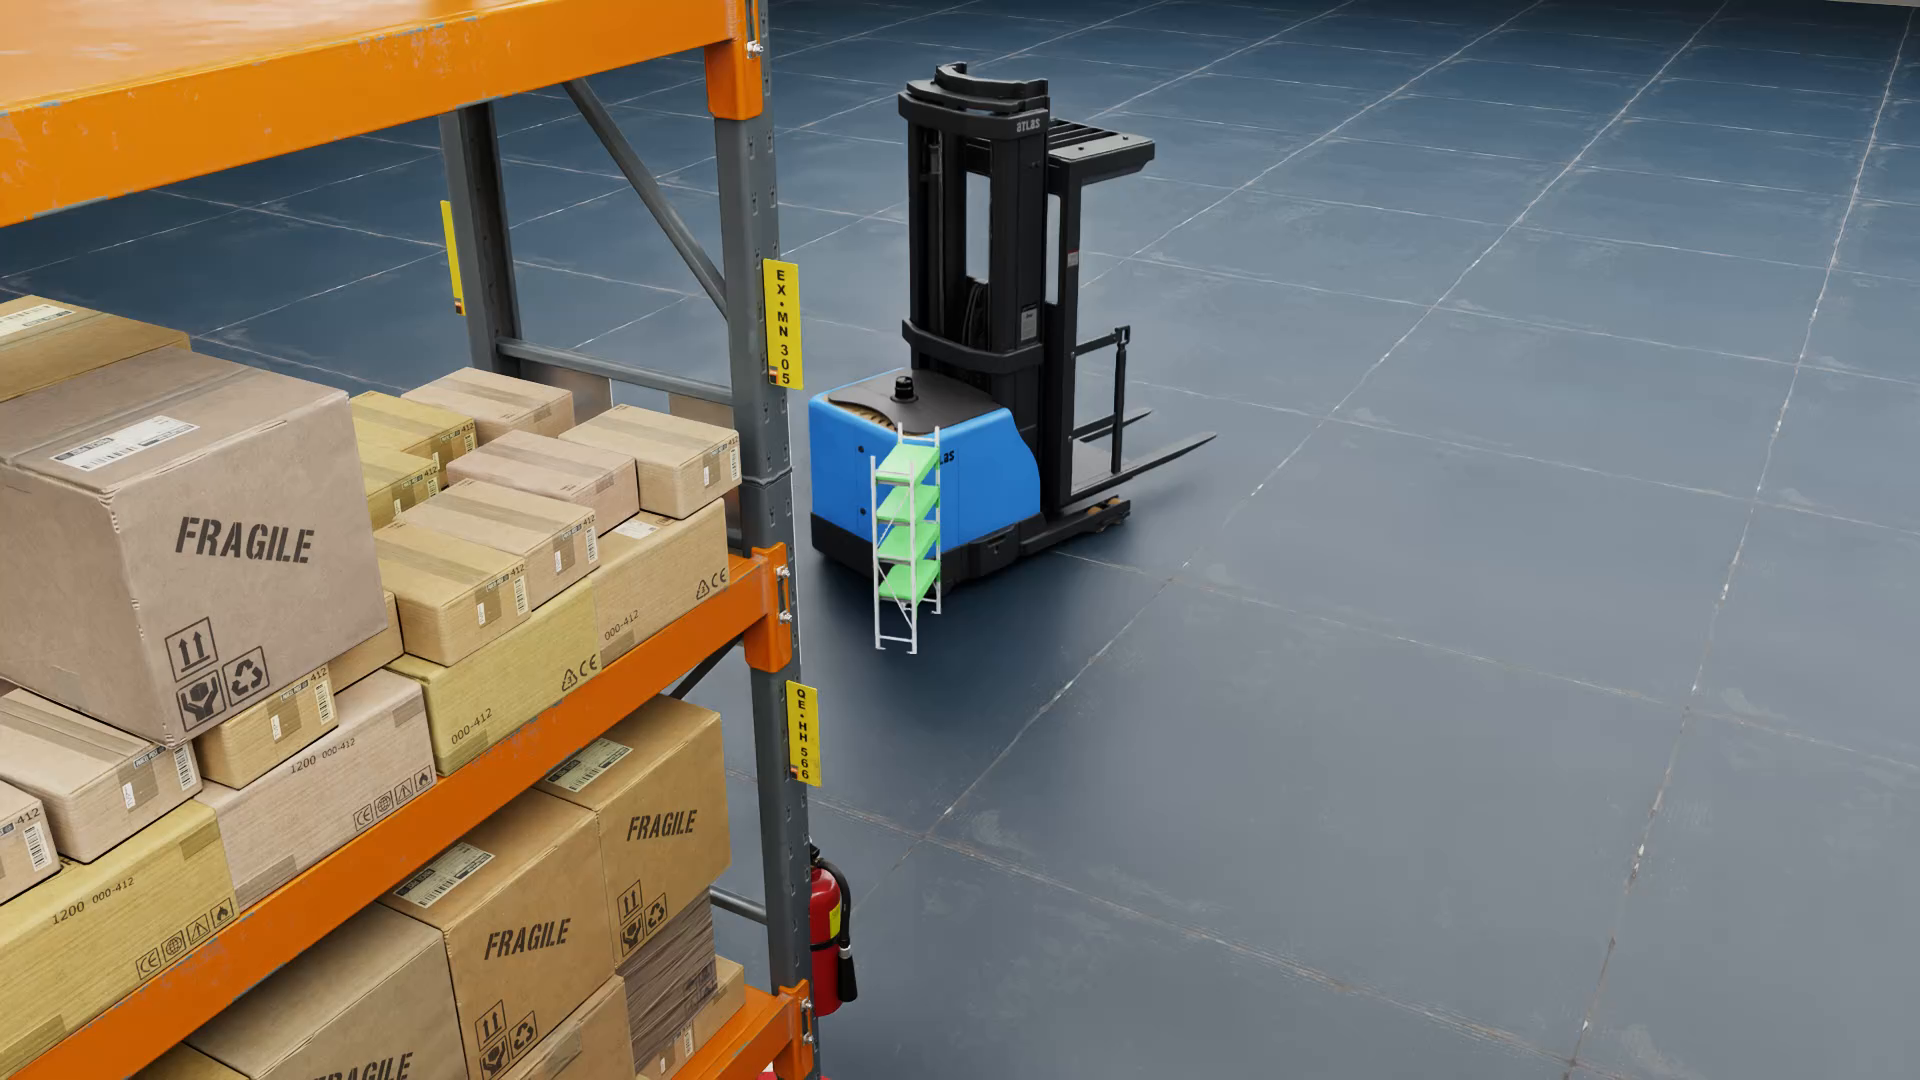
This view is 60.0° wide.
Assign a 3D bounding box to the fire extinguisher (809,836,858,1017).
[{"bbox_3d":[-0.454,1.166,5.156,0.296,0.674,0.183,14,30,26],"label":"fire extinguisher"}]

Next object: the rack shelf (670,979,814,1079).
[{"bbox_3d":[-1.895,2.176,3.856,1.077,0.370,4.000,14,30,26],"label":"rack shelf"}]

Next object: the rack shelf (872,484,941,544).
[{"bbox_3d":[-0.299,-0.164,9.343,0.258,0.148,0.480,7,27,14],"label":"rack shelf"}]

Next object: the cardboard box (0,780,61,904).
[{"bbox_3d":[-1.745,0.498,2.776,0.380,0.149,0.250,15,30,27],"label":"cardboard box"}]

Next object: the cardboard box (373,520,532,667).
[{"bbox_3d":[-1.148,0.108,3.554,0.380,0.149,0.250,14,30,26],"label":"cardboard box"}]

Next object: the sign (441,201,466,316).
[{"bbox_3d":[-1.384,-0.777,4.624,0.100,0.325,0.005,14,30,26],"label":"sign"}]

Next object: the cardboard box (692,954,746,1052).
[{"bbox_3d":[-0.872,1.343,4.996,0.380,0.149,0.250,14,30,26],"label":"cardboard box"}]

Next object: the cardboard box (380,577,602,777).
[{"bbox_3d":[-1.170,0.239,3.737,0.500,0.250,0.500,14,30,26],"label":"cardboard box"}]

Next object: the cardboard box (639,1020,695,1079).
[{"bbox_3d":[-0.995,1.441,4.802,0.380,0.149,0.250,14,30,26],"label":"cardboard box"}]

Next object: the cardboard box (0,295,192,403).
[{"bbox_3d":[-1.877,-0.149,3.343,0.500,0.500,0.500,14,30,26],"label":"cardboard box"}]

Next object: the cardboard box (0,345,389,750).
[{"bbox_3d":[-1.453,-0.008,3.062,0.500,0.500,0.500,14,30,26],"label":"cardboard box"}]

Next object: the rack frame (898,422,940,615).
[{"bbox_3d":[-0.234,-0.111,9.632,0.240,1.200,0.015,7,27,14],"label":"rack frame"}]

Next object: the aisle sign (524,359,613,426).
[{"bbox_3d":[-1.142,-0.178,4.851,0.394,0.787,0.004,14,30,26],"label":"aisle sign"}]

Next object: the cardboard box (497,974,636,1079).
[{"bbox_3d":[-1.347,1.326,4.305,0.875,0.500,0.500,14,30,26],"label":"cardboard box"}]

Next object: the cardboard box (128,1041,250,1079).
[{"bbox_3d":[-1.709,1.302,3.237,0.500,0.500,0.500,14,30,26],"label":"cardboard box"}]

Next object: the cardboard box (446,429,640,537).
[{"bbox_3d":[-1.006,-0.125,4.021,0.380,0.149,0.250,13,29,24],"label":"cardboard box"}]

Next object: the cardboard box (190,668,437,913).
[{"bbox_3d":[-1.430,0.437,3.342,0.500,0.250,0.500,15,30,27],"label":"cardboard box"}]

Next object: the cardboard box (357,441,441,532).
[{"bbox_3d":[-1.477,-0.116,4.002,0.380,0.149,0.250,14,30,25],"label":"cardboard box"}]

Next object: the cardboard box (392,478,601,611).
[{"bbox_3d":[-1.045,0.005,3.760,0.380,0.149,0.250,13,29,24],"label":"cardboard box"}]

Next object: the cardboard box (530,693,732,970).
[{"bbox_3d":[-0.967,0.719,4.403,0.500,0.500,0.500,14,30,26],"label":"cardboard box"}]

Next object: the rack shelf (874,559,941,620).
[{"bbox_3d":[-0.299,0.266,9.558,0.258,0.148,0.480,7,27,14],"label":"rack shelf"}]

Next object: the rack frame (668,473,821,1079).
[{"bbox_3d":[-0.911,1.075,5.252,1.000,3.000,0.127,14,30,26],"label":"rack frame"}]

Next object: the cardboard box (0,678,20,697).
[{"bbox_3d":[-2.000,0.285,3.200,0.380,0.149,0.250,14,30,26],"label":"cardboard box"}]

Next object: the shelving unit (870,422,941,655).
[{"bbox_3d":[-0.299,-0.006,9.422,0.258,1.200,0.503,7,27,14],"label":"shelving unit"}]

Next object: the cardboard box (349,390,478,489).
[{"bbox_3d":[-1.460,-0.242,4.253,0.380,0.149,0.250,15,30,27],"label":"cardboard box"}]

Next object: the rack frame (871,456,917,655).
[{"bbox_3d":[-0.364,0.099,9.211,0.240,1.200,0.015,7,27,14],"label":"rack frame"}]

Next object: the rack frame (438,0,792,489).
[{"bbox_3d":[-0.911,-1.608,3.909,1.000,3.000,0.127,14,30,26],"label":"rack frame"}]

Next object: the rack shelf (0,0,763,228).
[{"bbox_3d":[-1.895,-0.505,2.514,1.077,0.370,4.000,14,30,26],"label":"rack shelf"}]

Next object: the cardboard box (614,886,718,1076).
[{"bbox_3d":[-1.206,1.105,4.747,0.875,0.500,0.500,14,30,26],"label":"cardboard box"}]

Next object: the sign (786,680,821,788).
[{"bbox_3d":[-0.438,0.546,4.663,0.100,0.325,0.005,14,30,26],"label":"sign"}]

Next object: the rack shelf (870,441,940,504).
[{"bbox_3d":[-0.299,-0.379,9.236,0.258,0.148,0.480,7,27,14],"label":"rack shelf"}]

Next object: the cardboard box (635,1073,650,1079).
[{"bbox_3d":[-1.073,1.550,4.584,0.380,0.149,0.250,14,30,26],"label":"cardboard box"}]

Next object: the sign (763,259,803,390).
[{"bbox_3d":[-0.438,-0.533,4.123,0.100,0.325,0.005,14,30,26],"label":"sign"}]

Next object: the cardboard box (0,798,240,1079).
[{"bbox_3d":[-1.673,0.634,2.948,0.500,0.250,0.500,14,30,25],"label":"cardboard box"}]

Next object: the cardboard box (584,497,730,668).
[{"bbox_3d":[-0.927,0.044,4.127,0.500,0.250,0.500,15,30,27],"label":"cardboard box"}]

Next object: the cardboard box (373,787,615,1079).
[{"bbox_3d":[-1.208,0.915,4.011,0.500,0.500,0.500,14,30,26],"label":"cardboard box"}]

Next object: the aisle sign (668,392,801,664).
[{"bbox_3d":[-0.619,-0.046,4.587,0.394,0.787,0.004,14,30,26],"label":"aisle sign"}]

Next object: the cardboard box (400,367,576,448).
[{"bbox_3d":[-1.248,-0.322,4.413,0.380,0.149,0.250,14,30,26],"label":"cardboard box"}]

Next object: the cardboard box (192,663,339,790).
[{"bbox_3d":[-1.422,0.304,3.162,0.380,0.149,0.250,13,29,24],"label":"cardboard box"}]

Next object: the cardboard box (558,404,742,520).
[{"bbox_3d":[-0.776,-0.201,4.172,0.380,0.149,0.250,14,30,26],"label":"cardboard box"}]

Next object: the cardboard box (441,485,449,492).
[{"bbox_3d":[-1.373,-0.069,4.353,0.500,0.250,0.500,15,30,28],"label":"cardboard box"}]

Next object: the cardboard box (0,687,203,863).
[{"bbox_3d":[-1.598,0.401,2.969,0.380,0.149,0.250,13,29,24],"label":"cardboard box"}]

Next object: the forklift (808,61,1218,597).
[{"bbox_3d":[0.485,-1.511,10.495,3.031,2.935,1.130,-22,34,-37],"label":"forklift"}]

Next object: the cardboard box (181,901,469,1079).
[{"bbox_3d":[-1.456,1.109,3.623,0.500,0.500,0.500,14,30,26],"label":"cardboard box"}]

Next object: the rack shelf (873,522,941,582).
[{"bbox_3d":[-0.299,0.051,9.450,0.258,0.148,0.480,7,27,14],"label":"rack shelf"}]

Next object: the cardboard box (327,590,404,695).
[{"bbox_3d":[-1.378,0.177,3.416,0.380,0.149,0.250,15,30,27],"label":"cardboard box"}]

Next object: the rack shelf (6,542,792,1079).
[{"bbox_3d":[-1.895,0.834,3.185,1.077,0.370,4.000,14,30,26],"label":"rack shelf"}]
